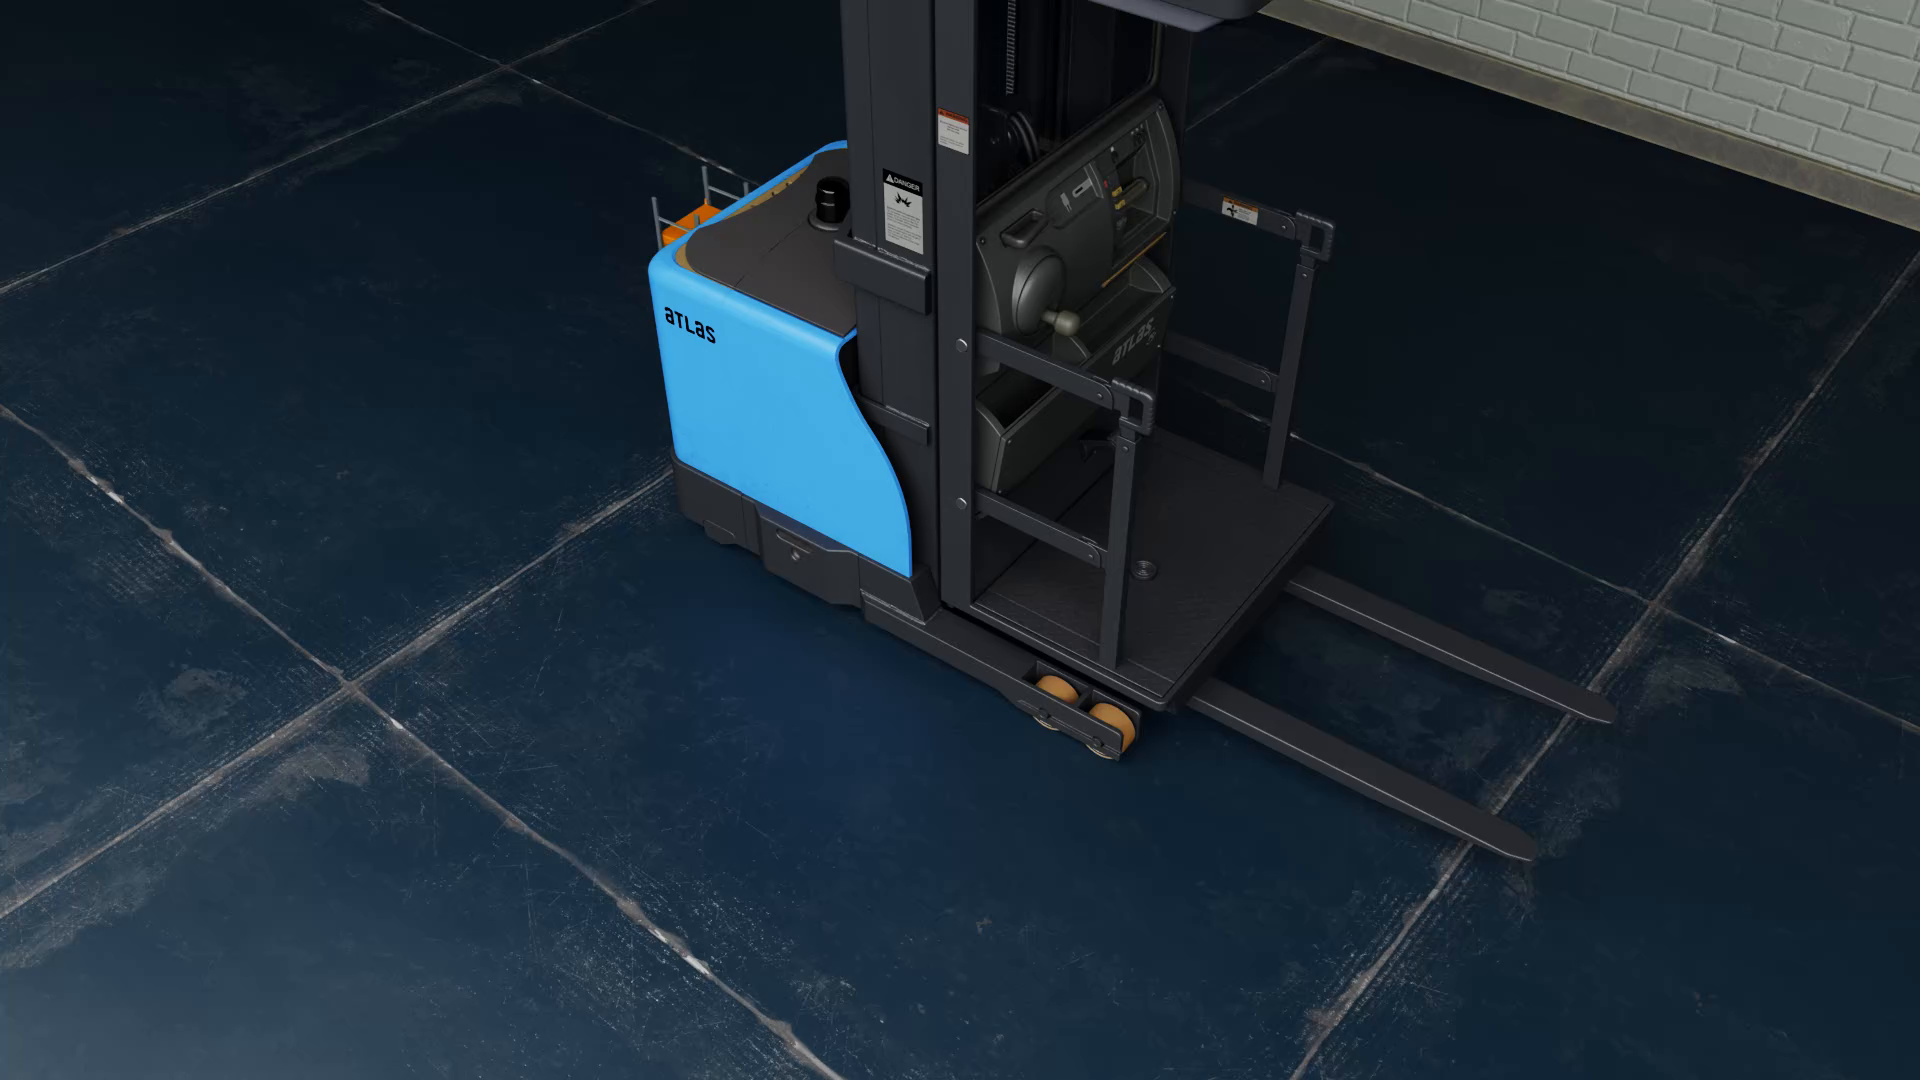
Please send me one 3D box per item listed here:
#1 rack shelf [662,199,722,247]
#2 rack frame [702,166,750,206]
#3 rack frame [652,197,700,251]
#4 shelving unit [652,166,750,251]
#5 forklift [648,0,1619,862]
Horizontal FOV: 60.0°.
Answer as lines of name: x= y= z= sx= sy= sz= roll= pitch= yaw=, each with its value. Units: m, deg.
rack shelf: x=-0.851 y=-0.960 z=5.619 sx=0.215 sy=0.259 sz=0.240 roll=25 pitch=48 yaw=25
rack frame: x=-0.781 y=-0.825 z=5.877 sx=0.200 sy=1.050 sz=0.008 roll=25 pitch=48 yaw=25
rack frame: x=-0.921 y=-0.690 z=5.729 sx=0.200 sy=1.050 sz=0.008 roll=25 pitch=48 yaw=25
shelving unit: x=-0.851 y=-0.758 z=5.803 sx=0.215 sy=1.050 sz=0.252 roll=25 pitch=48 yaw=25
forklift: x=0.510 y=-0.835 z=4.490 sx=3.031 sy=2.935 sz=1.130 roll=26 pitch=48 yaw=26
